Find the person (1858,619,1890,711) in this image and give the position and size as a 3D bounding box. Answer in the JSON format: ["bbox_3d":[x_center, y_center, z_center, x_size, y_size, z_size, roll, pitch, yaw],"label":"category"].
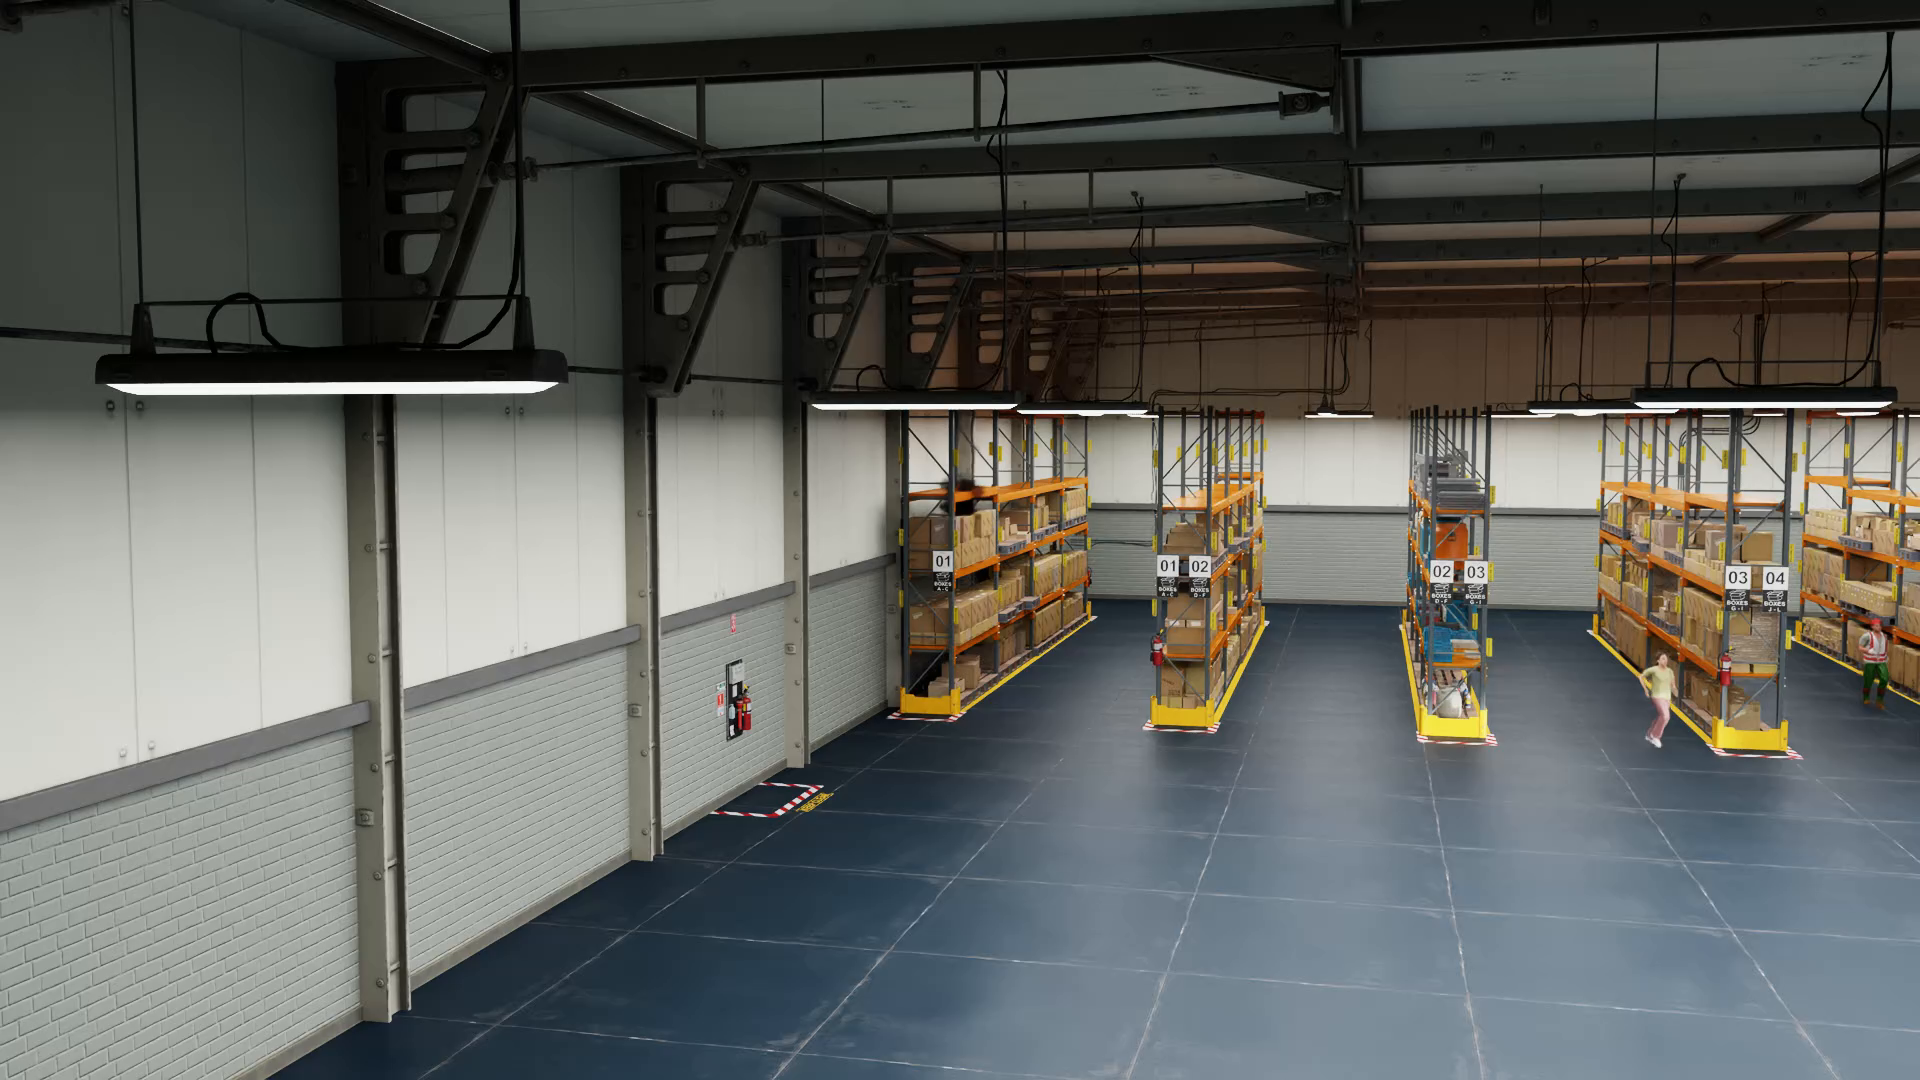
[{"bbox_3d":[18.168,2.467,33.050,0.626,1.823,0.763,1,4,8],"label":"person"}]

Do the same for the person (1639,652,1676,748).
[{"bbox_3d":[12.277,2.793,29.153,0.546,1.664,0.677,-1,4,-18],"label":"person"}]
